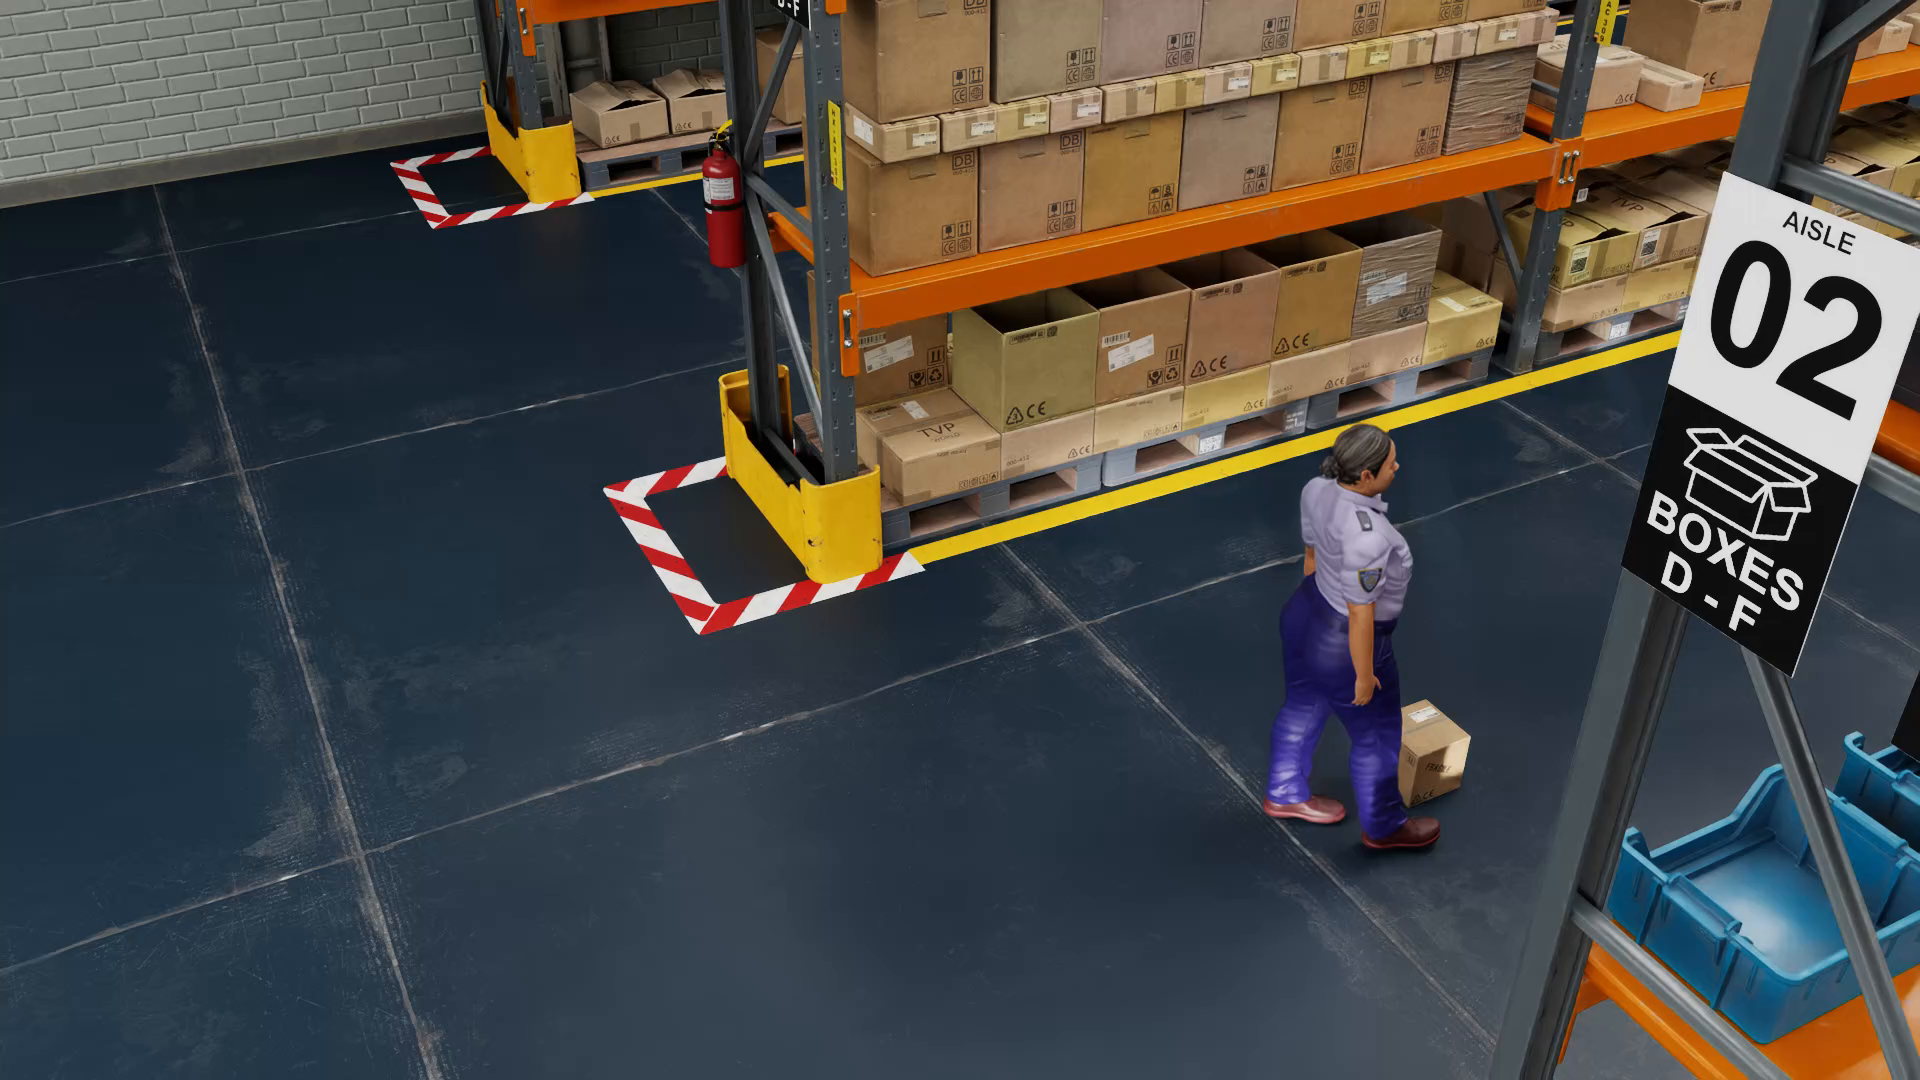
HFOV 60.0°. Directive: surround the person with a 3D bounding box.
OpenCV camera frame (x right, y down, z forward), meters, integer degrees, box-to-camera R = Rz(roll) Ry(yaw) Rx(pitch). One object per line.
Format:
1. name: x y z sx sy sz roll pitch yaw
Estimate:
1. person: 1.405 0.320 5.655 0.584 1.643 0.487 -8 34 -12
